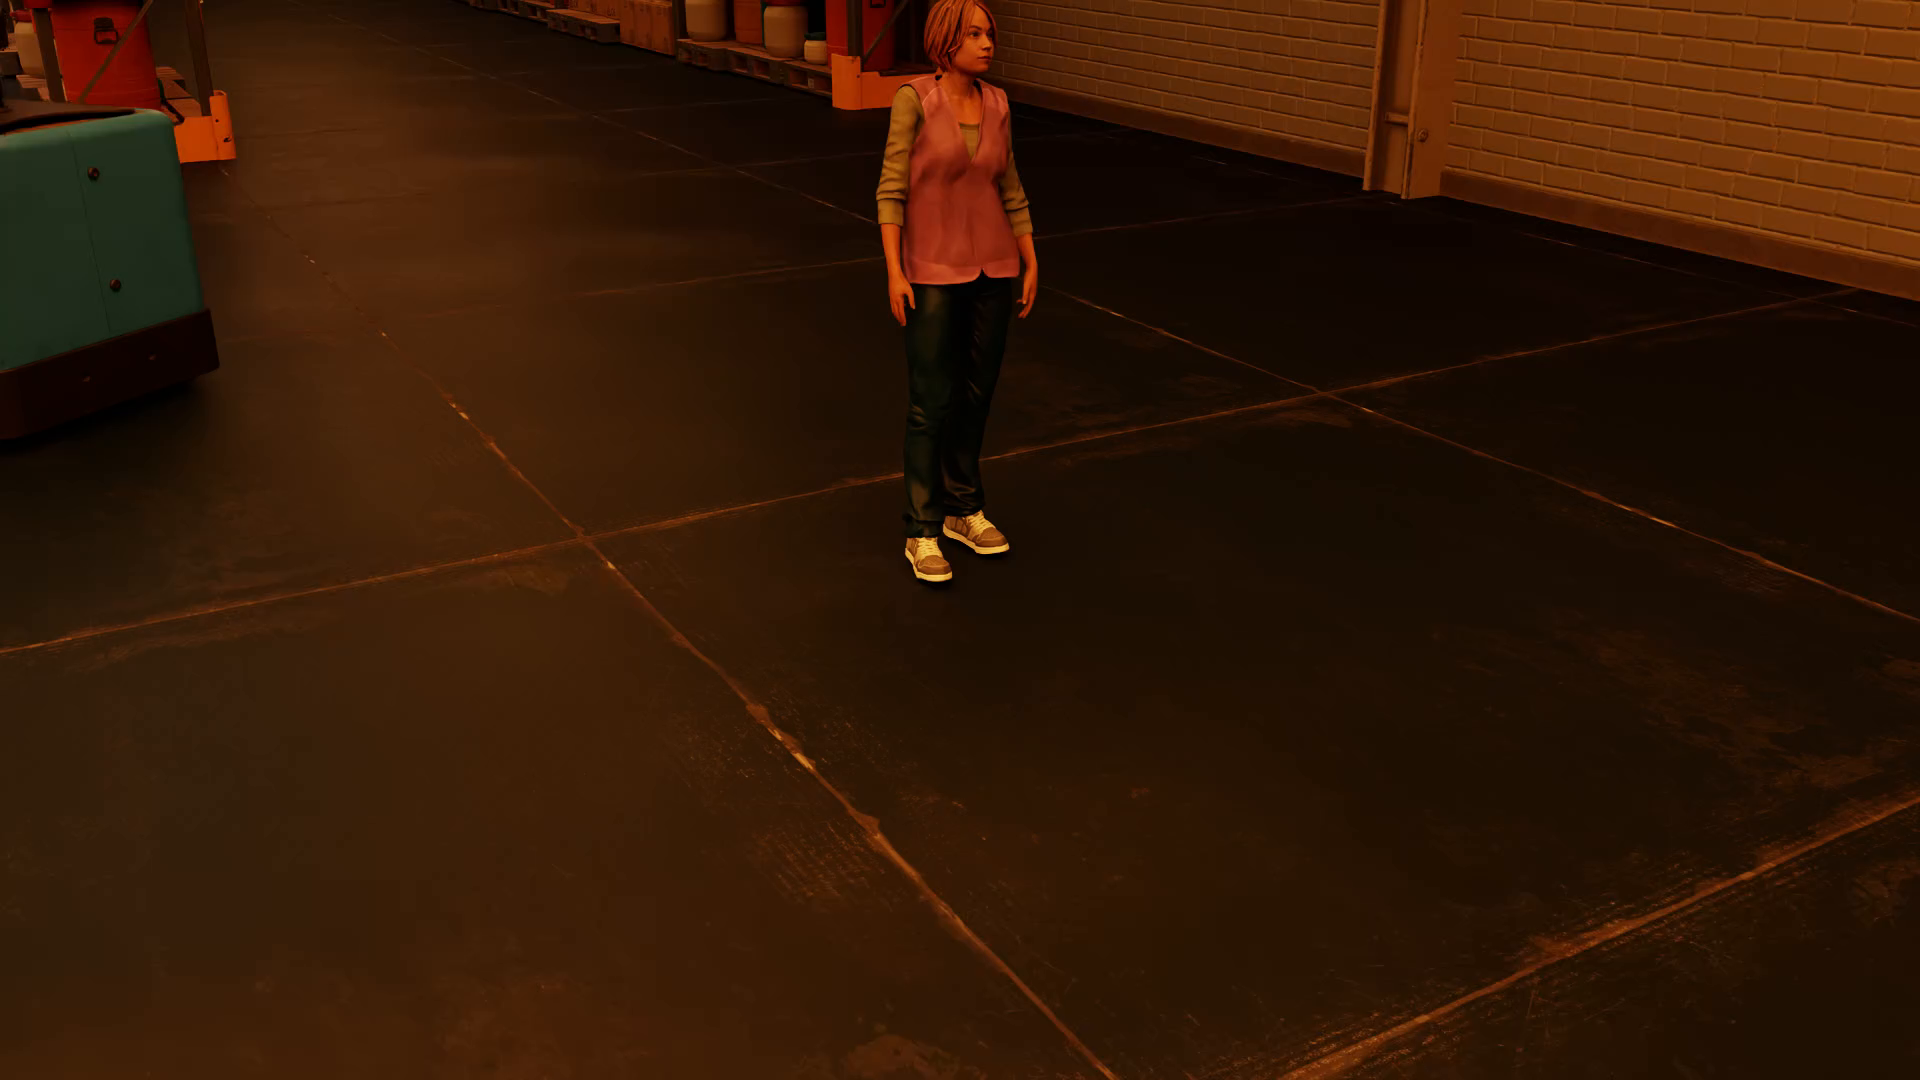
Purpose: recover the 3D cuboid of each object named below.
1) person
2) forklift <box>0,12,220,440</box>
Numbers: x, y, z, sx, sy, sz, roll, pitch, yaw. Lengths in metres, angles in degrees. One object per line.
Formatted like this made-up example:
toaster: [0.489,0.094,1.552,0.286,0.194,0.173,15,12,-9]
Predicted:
person: [0.025,-0.719,4.762,0.520,1.599,0.473,-12,25,-28]
forklift: [-4.516,-2.023,6.203,3.031,2.935,1.130,9,24,20]
